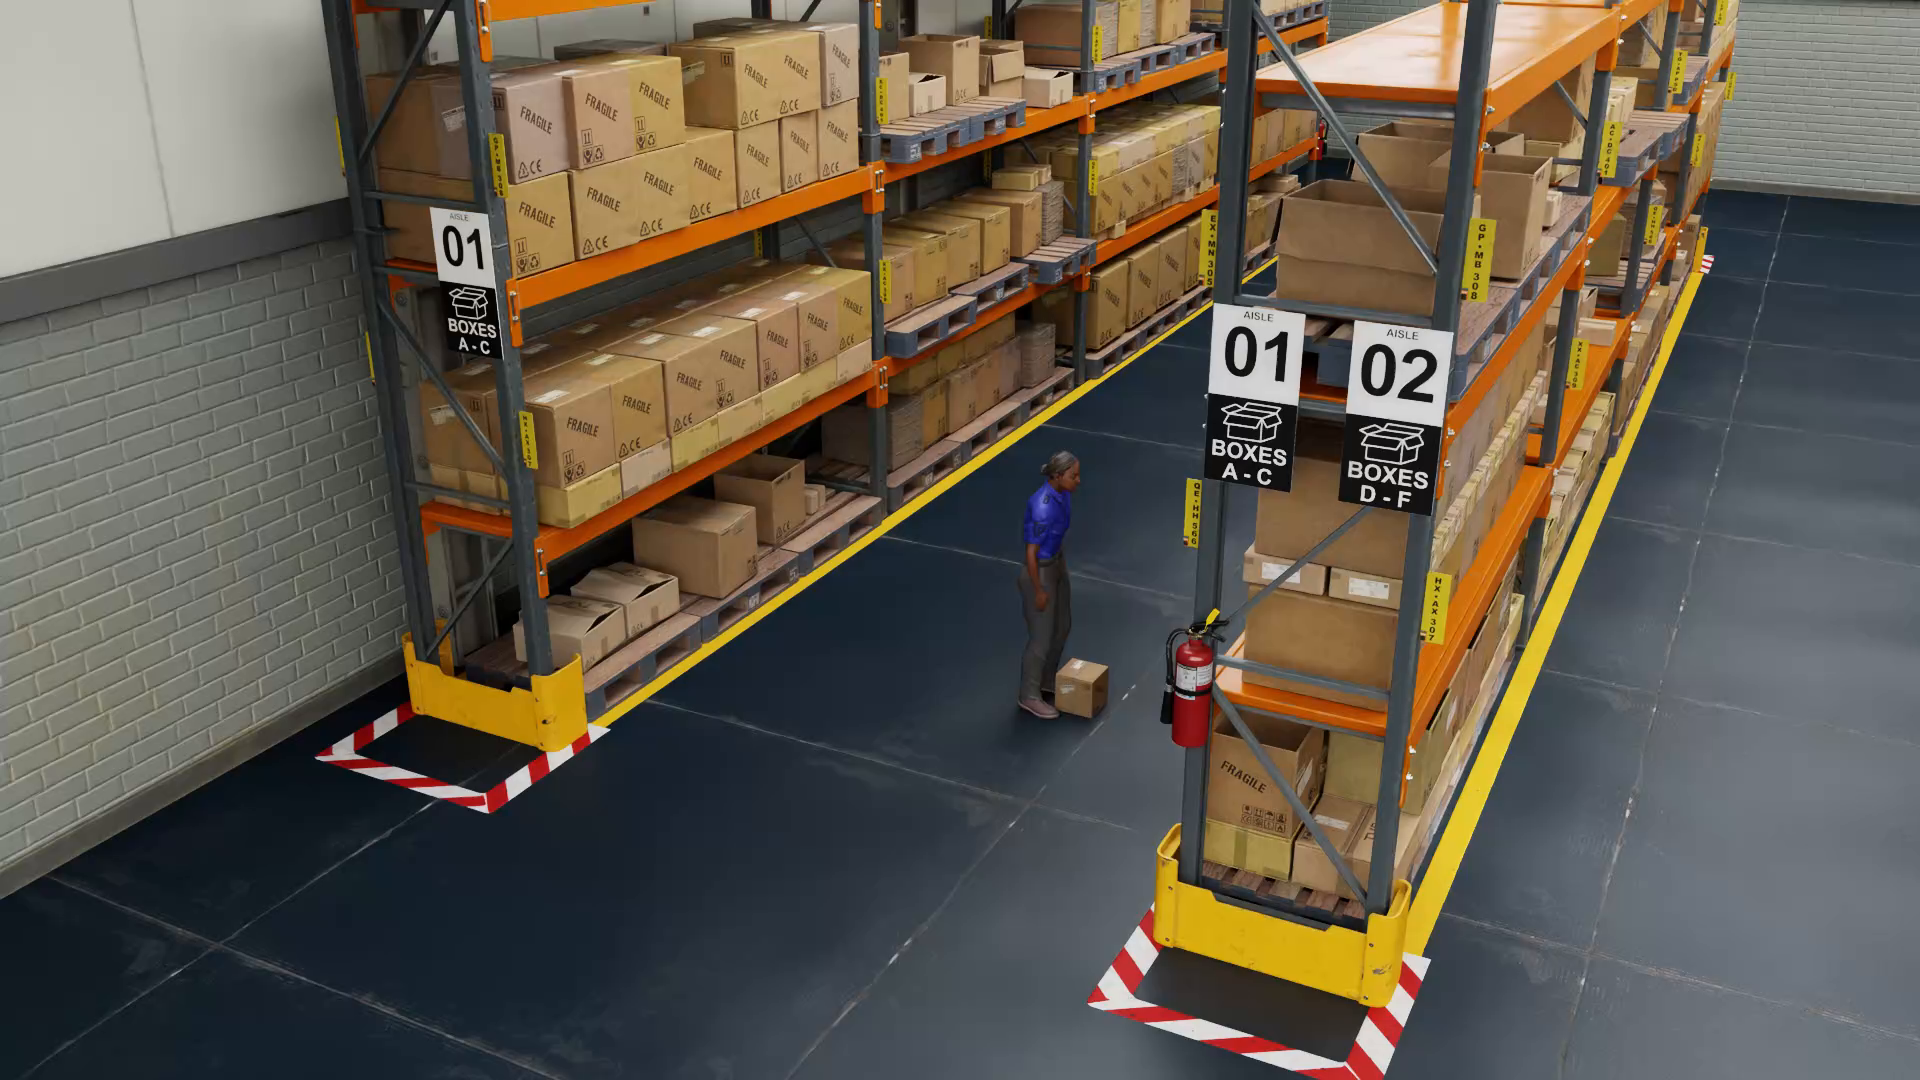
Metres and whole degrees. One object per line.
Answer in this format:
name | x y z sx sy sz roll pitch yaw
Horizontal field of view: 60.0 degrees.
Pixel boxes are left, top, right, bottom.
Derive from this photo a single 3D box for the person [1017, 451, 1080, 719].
person | 0.542 0.238 10.171 0.348 1.653 0.524 10 25 22
